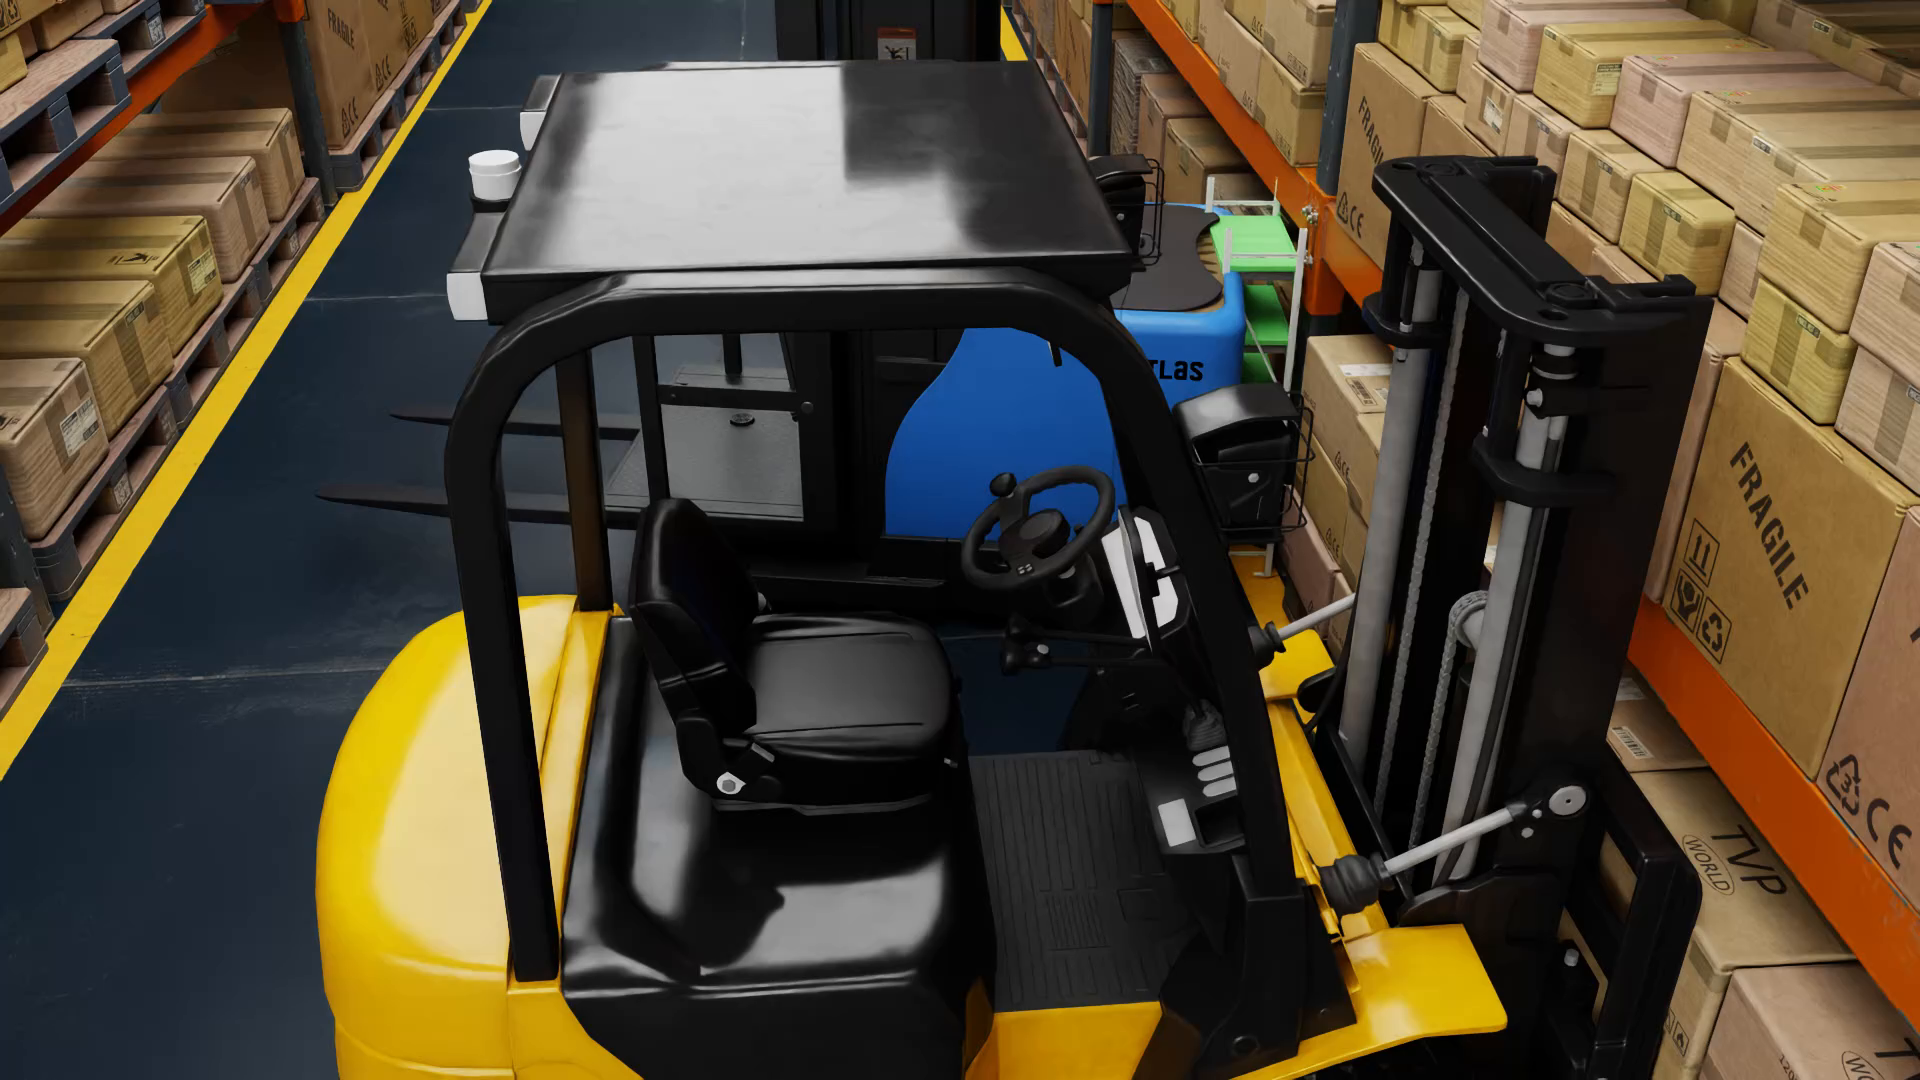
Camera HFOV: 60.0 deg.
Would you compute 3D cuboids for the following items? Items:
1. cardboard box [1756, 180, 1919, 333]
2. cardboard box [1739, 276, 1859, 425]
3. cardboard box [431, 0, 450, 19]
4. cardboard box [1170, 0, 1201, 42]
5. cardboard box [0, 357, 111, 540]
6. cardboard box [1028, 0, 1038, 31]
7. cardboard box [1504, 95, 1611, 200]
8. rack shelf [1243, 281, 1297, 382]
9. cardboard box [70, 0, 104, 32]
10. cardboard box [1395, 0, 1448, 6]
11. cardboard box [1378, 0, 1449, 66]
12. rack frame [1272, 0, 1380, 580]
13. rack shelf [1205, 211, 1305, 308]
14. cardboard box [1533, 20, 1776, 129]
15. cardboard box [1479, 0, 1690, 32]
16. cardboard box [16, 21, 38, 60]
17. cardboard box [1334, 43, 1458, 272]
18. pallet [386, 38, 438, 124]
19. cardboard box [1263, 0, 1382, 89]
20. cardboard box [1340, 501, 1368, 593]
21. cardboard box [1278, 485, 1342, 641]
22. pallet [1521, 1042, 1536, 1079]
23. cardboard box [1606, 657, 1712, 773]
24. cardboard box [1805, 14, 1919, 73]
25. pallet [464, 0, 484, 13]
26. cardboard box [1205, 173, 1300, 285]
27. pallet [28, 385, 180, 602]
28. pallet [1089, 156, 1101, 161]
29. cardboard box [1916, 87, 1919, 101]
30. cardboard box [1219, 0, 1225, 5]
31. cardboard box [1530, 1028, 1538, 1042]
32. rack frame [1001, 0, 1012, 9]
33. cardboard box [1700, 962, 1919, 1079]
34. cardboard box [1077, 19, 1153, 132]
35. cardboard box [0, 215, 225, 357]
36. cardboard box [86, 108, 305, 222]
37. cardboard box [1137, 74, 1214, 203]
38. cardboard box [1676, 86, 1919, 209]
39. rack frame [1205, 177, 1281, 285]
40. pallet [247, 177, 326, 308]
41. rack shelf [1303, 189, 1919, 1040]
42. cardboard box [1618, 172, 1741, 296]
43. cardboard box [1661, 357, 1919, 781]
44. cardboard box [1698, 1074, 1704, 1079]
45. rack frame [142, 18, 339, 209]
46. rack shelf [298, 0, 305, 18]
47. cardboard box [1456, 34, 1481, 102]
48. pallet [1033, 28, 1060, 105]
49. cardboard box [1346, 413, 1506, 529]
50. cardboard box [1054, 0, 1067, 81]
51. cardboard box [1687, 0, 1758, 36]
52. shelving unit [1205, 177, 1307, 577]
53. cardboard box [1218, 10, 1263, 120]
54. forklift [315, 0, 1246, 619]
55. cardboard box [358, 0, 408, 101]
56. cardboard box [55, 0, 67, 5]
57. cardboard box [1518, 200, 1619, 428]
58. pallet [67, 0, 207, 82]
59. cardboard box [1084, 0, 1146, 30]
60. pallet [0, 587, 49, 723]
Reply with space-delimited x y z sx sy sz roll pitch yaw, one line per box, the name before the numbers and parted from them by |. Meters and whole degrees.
cardboard box | 1.473 -0.438 2.538 0.380 0.149 0.250 -2 31 -4
cardboard box | 1.479 -0.308 2.610 0.380 0.149 0.250 -3 31 -4
cardboard box | -3.990 -4.012 11.203 0.875 0.875 0.875 -2 31 -3
cardboard box | 1.129 -2.166 6.598 0.500 0.250 0.500 -2 31 -3
cardboard box | -3.432 -0.292 5.466 0.950 0.372 0.625 -2 31 -4
cardboard box | 0.737 -3.619 10.912 0.500 0.500 0.500 -4 31 -6
cardboard box | 1.379 -0.830 3.485 0.380 0.149 0.250 -3 31 -5
rack shelf | 0.916 -0.678 5.361 0.258 0.148 0.480 0 30 1
cardboard box | -3.238 -1.870 5.791 0.380 0.149 0.250 -3 31 -4
cardboard box | 1.296 -1.484 4.289 0.380 0.149 0.250 -2 31 -4
cardboard box | 1.329 -1.358 4.368 0.380 0.149 0.250 -3 31 -5
rack frame | 1.561 -1.211 4.853 1.000 3.000 0.127 -3 31 -5
rack shelf | 0.916 -0.886 5.241 0.258 0.148 0.480 0 30 1
cardboard box | 1.416 -0.957 3.407 0.380 0.149 0.250 -3 31 -5
cardboard box | 1.443 -1.225 3.855 0.380 0.149 0.250 -3 31 -6
cardboard box | -3.235 -1.610 5.357 0.380 0.149 0.250 -1 31 -1
cardboard box | 1.343 -1.015 4.427 0.500 0.500 0.500 -4 31 -6
pallet | -3.864 -2.844 10.306 1.003 0.211 1.213 -3 31 -5
cardboard box | 1.261 -1.600 5.163 0.500 0.250 0.500 -3 31 -6
cardboard box | 1.348 0.093 4.454 0.500 0.250 0.500 -3 31 -5
cardboard box | 1.277 0.052 5.010 0.500 0.250 0.500 -2 31 -4
pallet | 1.711 1.018 3.840 1.003 0.211 1.213 -3 31 -5
cardboard box | 1.431 0.405 3.444 0.500 0.250 0.500 -3 31 -6
cardboard box | 2.002 -0.989 3.461 0.380 0.149 0.250 -3 31 -5
pallet | -4.121 -4.251 12.661 1.003 0.211 1.213 -3 31 -5
cardboard box | 1.436 -1.035 6.463 0.875 0.625 0.625 -3 31 -5
pallet | -3.455 -0.172 5.832 1.003 0.211 1.213 -3 31 -5
pallet | 1.226 -1.634 8.280 1.003 0.211 1.213 -3 31 -5
cardboard box | 1.972 -0.726 3.020 0.380 0.149 0.250 -2 31 -3
cardboard box | 1.164 -2.124 6.039 0.500 0.250 0.500 -2 31 -4
cardboard box | 1.431 0.832 3.704 0.500 0.250 0.500 -2 31 -3
rack frame | 0.814 -5.296 11.691 1.000 3.000 0.127 -3 31 -5
cardboard box | 1.528 0.921 2.580 0.500 0.250 0.500 -2 31 -4
cardboard box | 0.934 -2.566 9.150 0.500 0.500 0.500 -2 31 -3
cardboard box | -3.569 -1.013 6.674 0.950 0.372 0.625 -2 31 -3
cardboard box | -3.711 -1.777 7.953 0.950 0.372 0.625 -5 31 -8
cardboard box | 1.301 -1.762 7.681 0.875 0.625 0.625 -2 31 -3
cardboard box | 1.536 -0.703 2.982 0.380 0.149 0.250 -3 31 -4
rack frame | 0.921 -0.647 5.660 0.240 1.200 0.015 0 30 1
pallet | -3.683 -1.418 7.918 1.003 0.211 1.213 -3 31 -5
rack shelf | 1.748 0.118 3.328 1.077 0.370 4.000 -3 31 -5
cardboard box | 1.454 -0.567 3.044 0.380 0.149 0.250 -3 31 -6
cardboard box | 1.540 0.022 2.690 0.500 0.500 0.500 -3 31 -6
cardboard box | 1.542 1.126 2.724 0.500 0.250 0.500 -3 31 -5
rack frame | -3.754 -3.014 7.871 1.000 3.000 0.127 -3 31 -5
rack shelf | -3.941 -3.726 9.765 1.077 0.370 4.000 -3 31 -5
cardboard box | 1.407 -1.094 3.926 0.380 0.149 0.250 -3 31 -5
pallet | 1.044 -3.061 10.669 1.003 0.211 1.213 -3 31 -5
cardboard box | 1.332 -0.117 4.318 0.500 0.250 0.500 -3 31 -5
cardboard box | 0.846 -3.090 10.025 0.500 0.500 0.500 -1 31 -2
cardboard box | 1.912 -1.247 3.893 0.380 0.149 0.250 -3 31 -5
shelving unit | 0.916 -0.525 5.449 0.258 1.200 0.503 0 30 1
cardboard box | 1.201 -1.648 5.731 0.500 0.250 0.500 -3 31 -5
forklift | -0.621 -1.296 5.061 3.031 2.935 1.130 3 31 6
cardboard box | -3.815 -3.094 9.668 0.875 0.875 0.875 -2 31 -4
cardboard box | -3.219 -2.085 5.518 0.500 0.500 0.500 -3 31 -5
cardboard box | 1.456 -0.492 3.551 0.500 0.500 0.500 -3 31 -5
pallet | -3.528 -1.923 6.231 1.003 0.211 1.213 -3 31 -5
cardboard box | 0.889 -2.879 9.041 0.380 0.149 0.250 -4 31 -7
pallet | -3.282 0.567 4.596 1.003 0.211 1.213 -3 31 -5
